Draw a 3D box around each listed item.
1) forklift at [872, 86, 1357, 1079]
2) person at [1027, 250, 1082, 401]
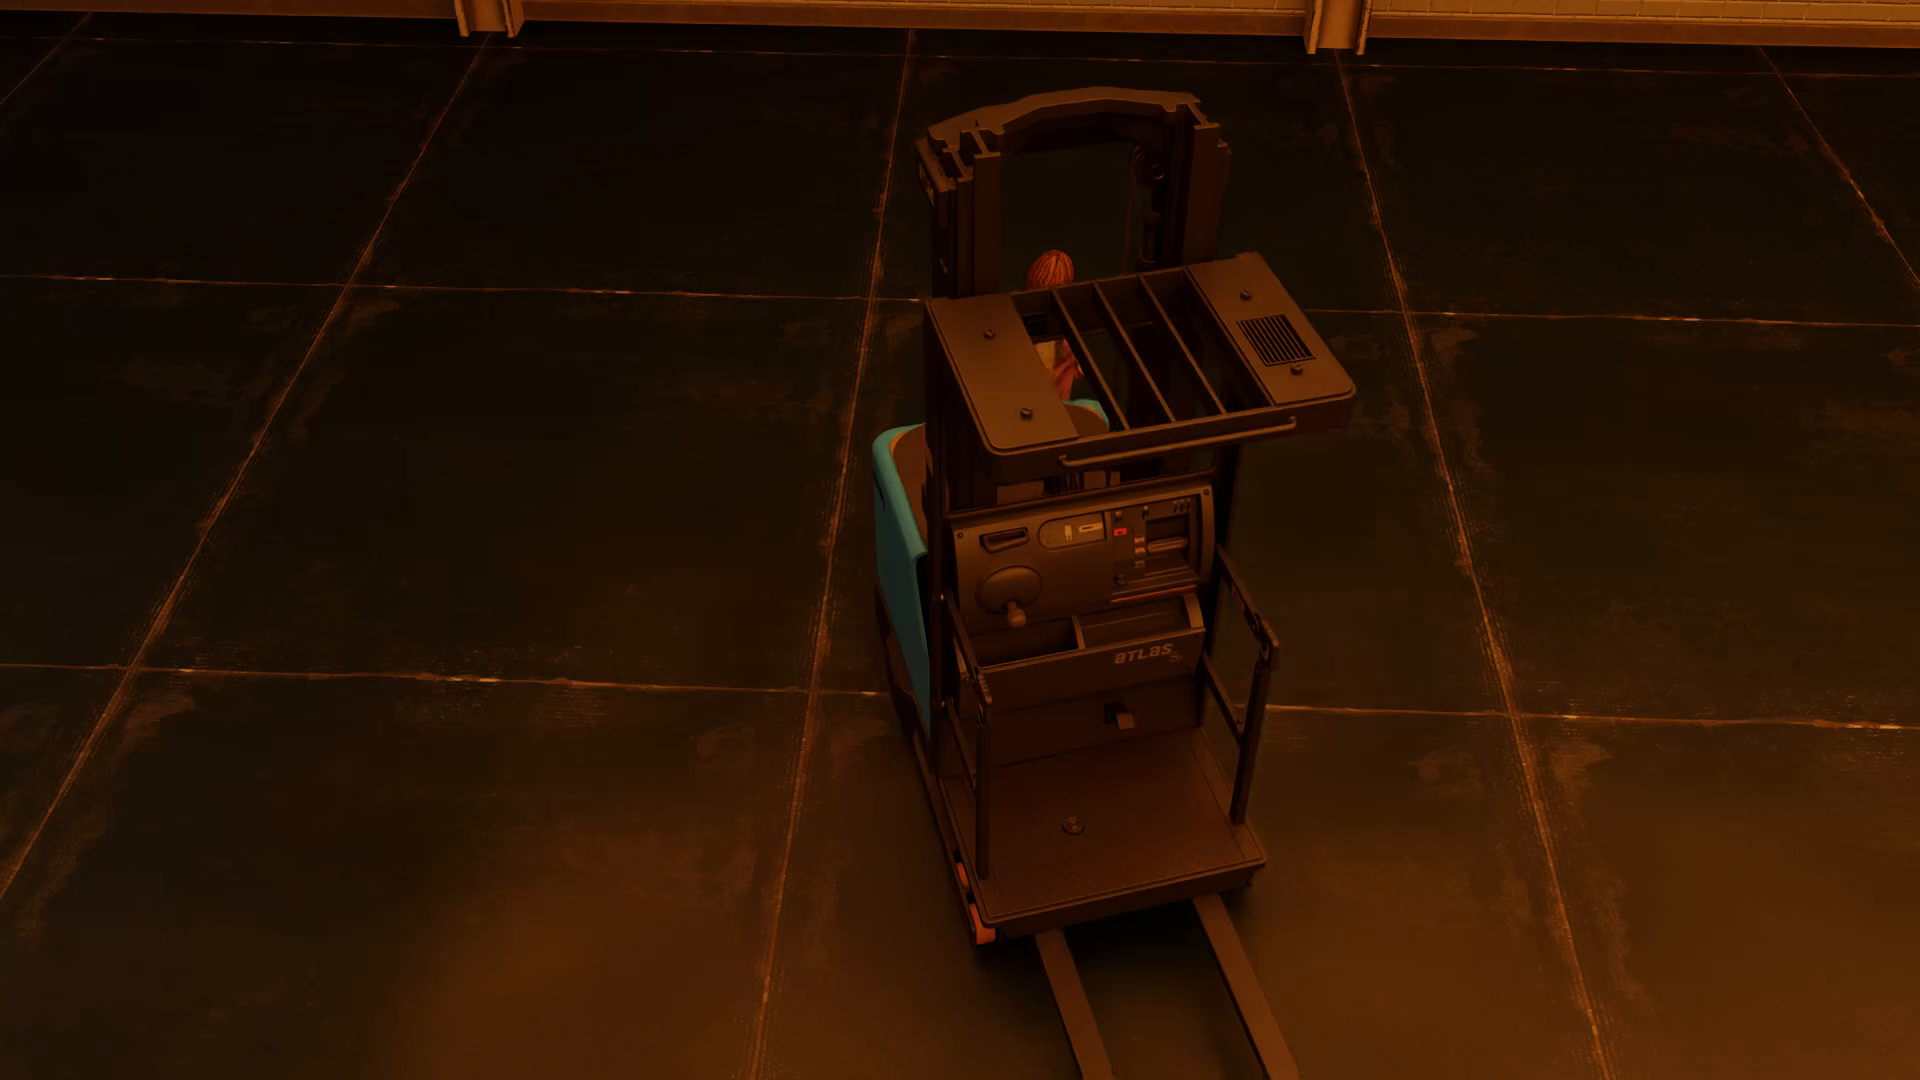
[{"bbox_3d":[0.490,0.141,5.588,1.130,2.935,3.031,-10,43,-11],"label":"forklift"},{"bbox_3d":[0.469,-0.599,7.429,0.813,1.538,0.605,-10,43,-11],"label":"person"}]
